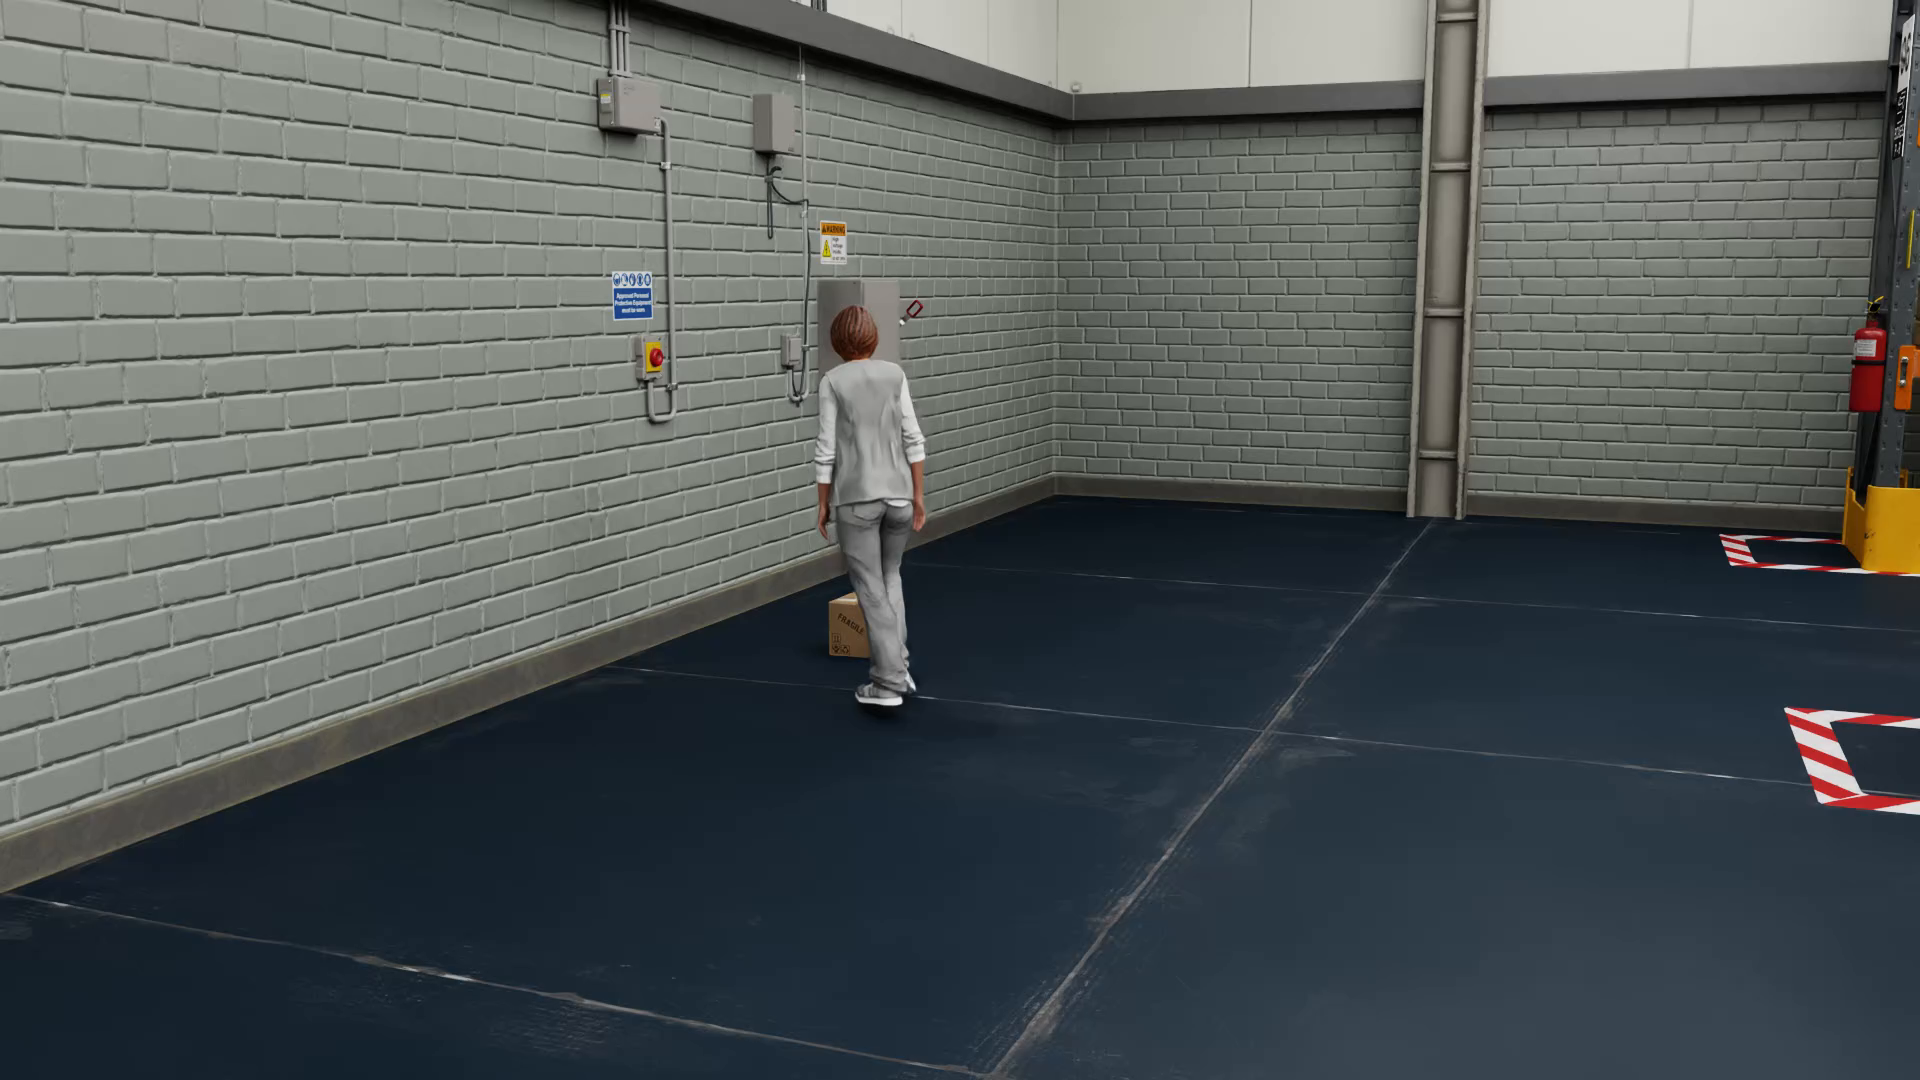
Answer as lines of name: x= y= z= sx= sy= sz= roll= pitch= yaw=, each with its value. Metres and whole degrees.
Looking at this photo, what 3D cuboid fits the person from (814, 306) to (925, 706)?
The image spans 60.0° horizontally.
person: x=-0.331 y=-0.123 z=6.619 sx=0.449 sy=1.600 sz=0.446 roll=-5 pitch=10 yaw=-31
